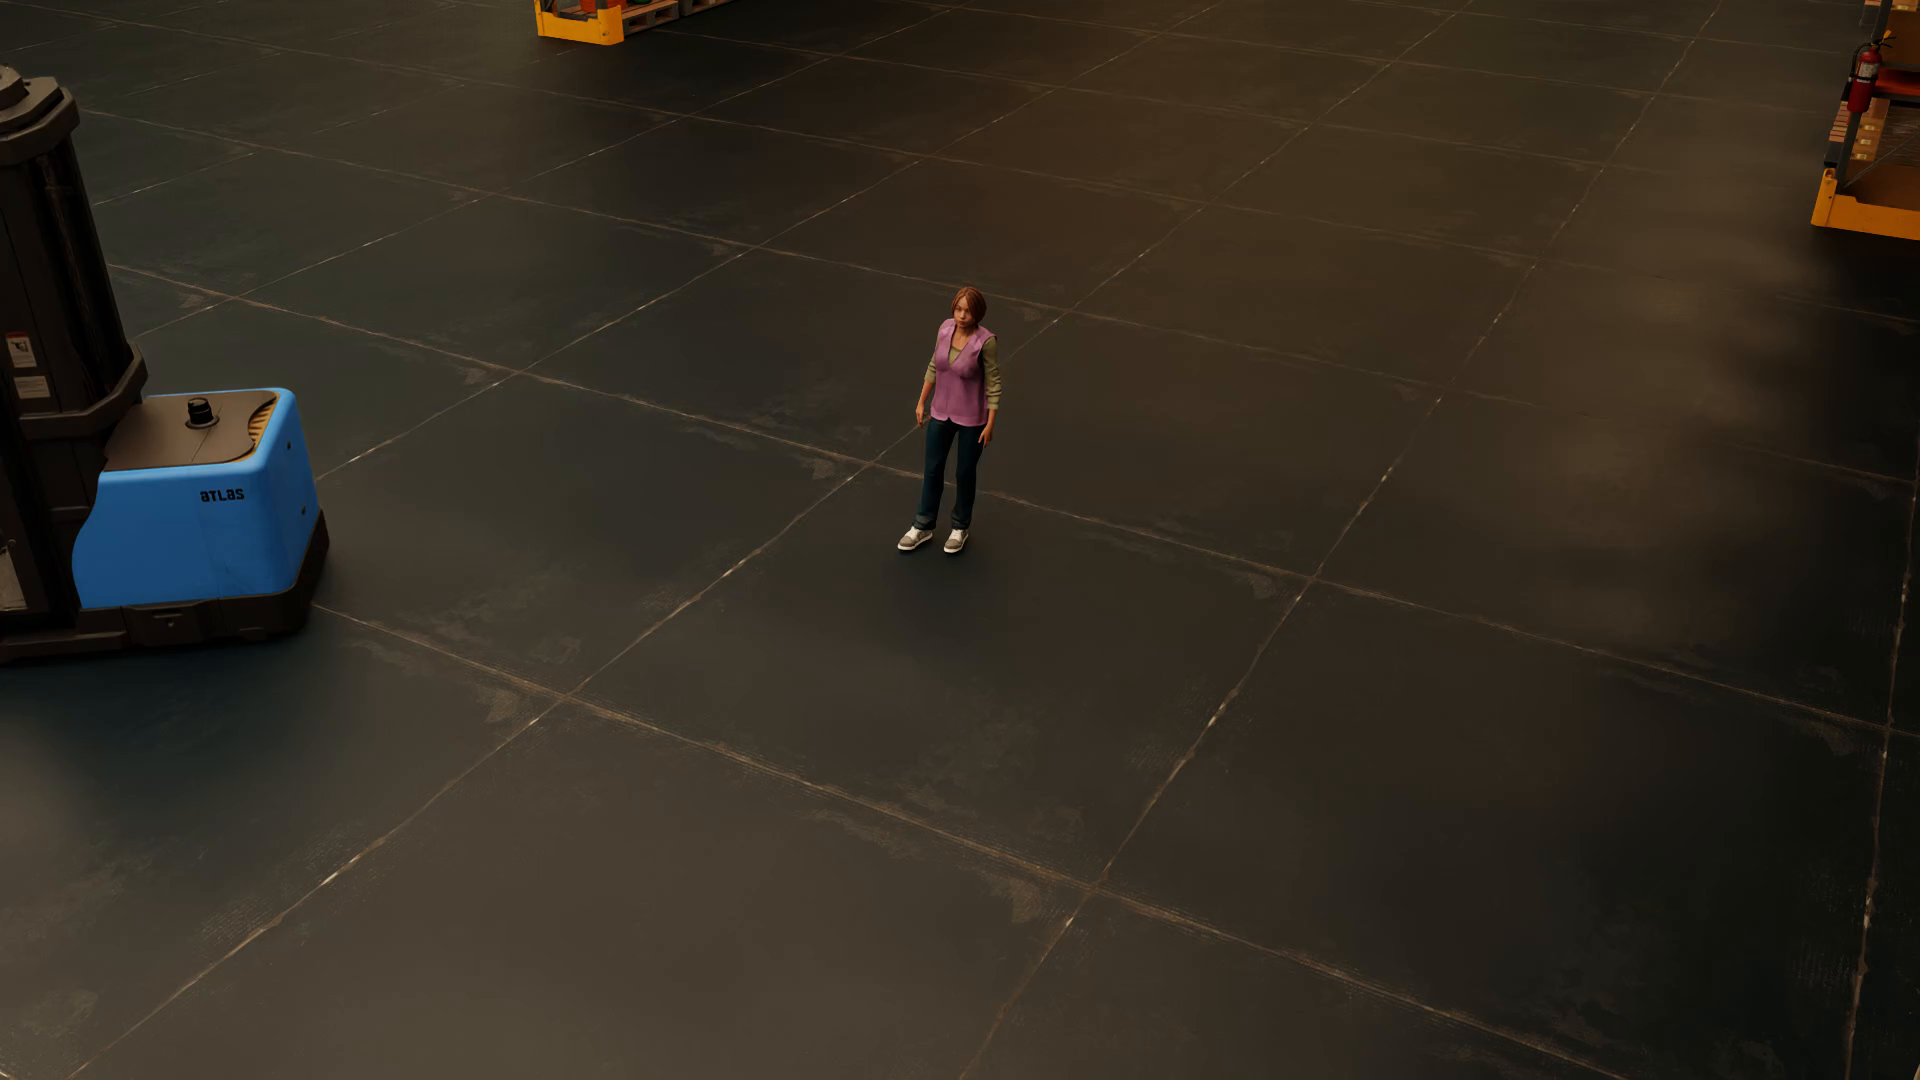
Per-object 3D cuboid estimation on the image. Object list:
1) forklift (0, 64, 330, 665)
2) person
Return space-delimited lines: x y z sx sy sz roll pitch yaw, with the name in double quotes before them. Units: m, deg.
"forklift" -5.148 -0.852 8.546 3.031 2.935 1.130 -5 30 -8
"person" -0.048 -0.669 9.550 0.520 1.597 0.476 15 33 25
